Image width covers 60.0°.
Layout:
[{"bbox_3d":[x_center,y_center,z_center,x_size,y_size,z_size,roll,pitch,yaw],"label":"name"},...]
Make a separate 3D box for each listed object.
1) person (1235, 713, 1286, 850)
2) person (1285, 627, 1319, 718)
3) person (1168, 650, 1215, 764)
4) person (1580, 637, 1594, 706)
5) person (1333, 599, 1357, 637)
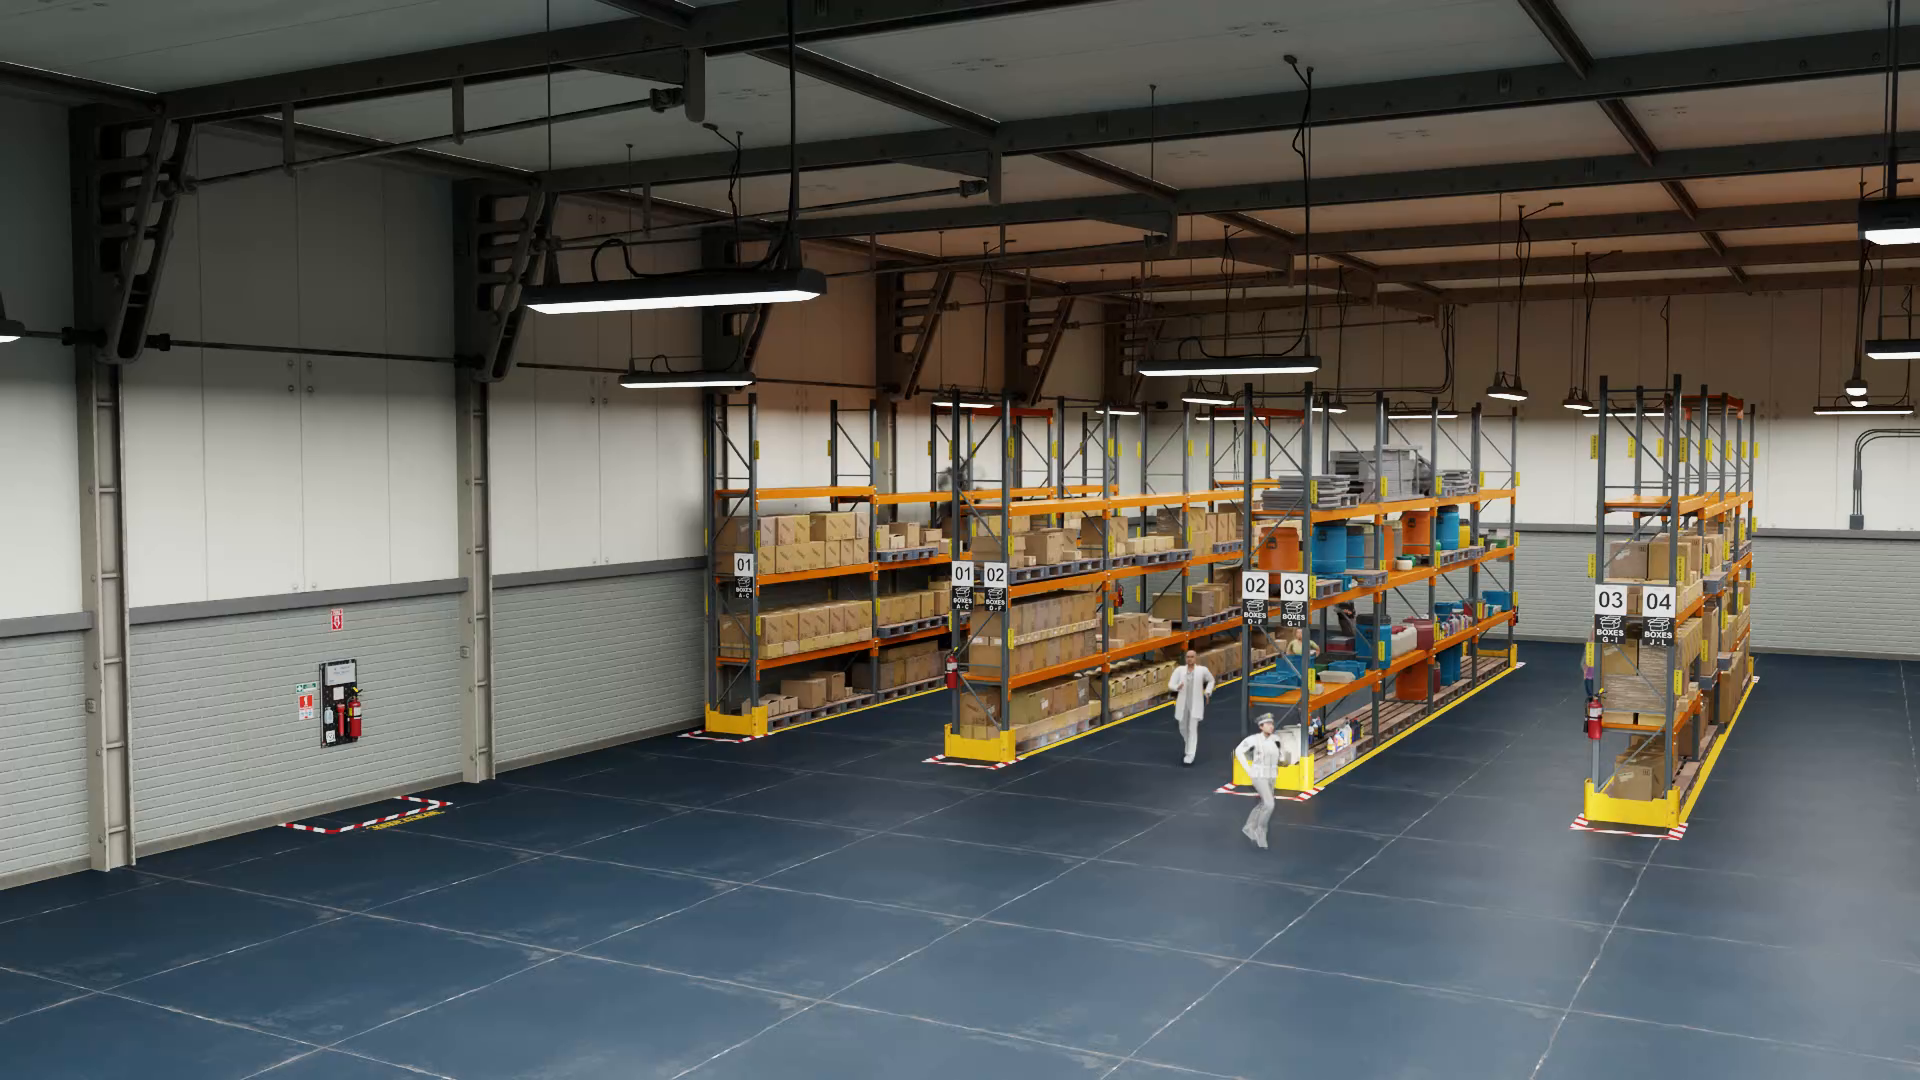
[{"bbox_3d":[3.838,3.034,21.071,0.601,1.724,0.728,-2,4,-30],"label":"person"},{"bbox_3d":[6.440,2.486,31.342,0.594,1.743,0.729,2,4,29],"label":"person"},{"bbox_3d":[3.708,2.649,26.745,0.711,1.753,1.054,1,3,19],"label":"person"},{"bbox_3d":[11.746,2.573,30.740,0.542,1.570,0.555,2,4,31],"label":"person"},{"bbox_3d":[9.398,1.960,40.441,0.664,1.700,0.895,-1,3,-15],"label":"person"}]
